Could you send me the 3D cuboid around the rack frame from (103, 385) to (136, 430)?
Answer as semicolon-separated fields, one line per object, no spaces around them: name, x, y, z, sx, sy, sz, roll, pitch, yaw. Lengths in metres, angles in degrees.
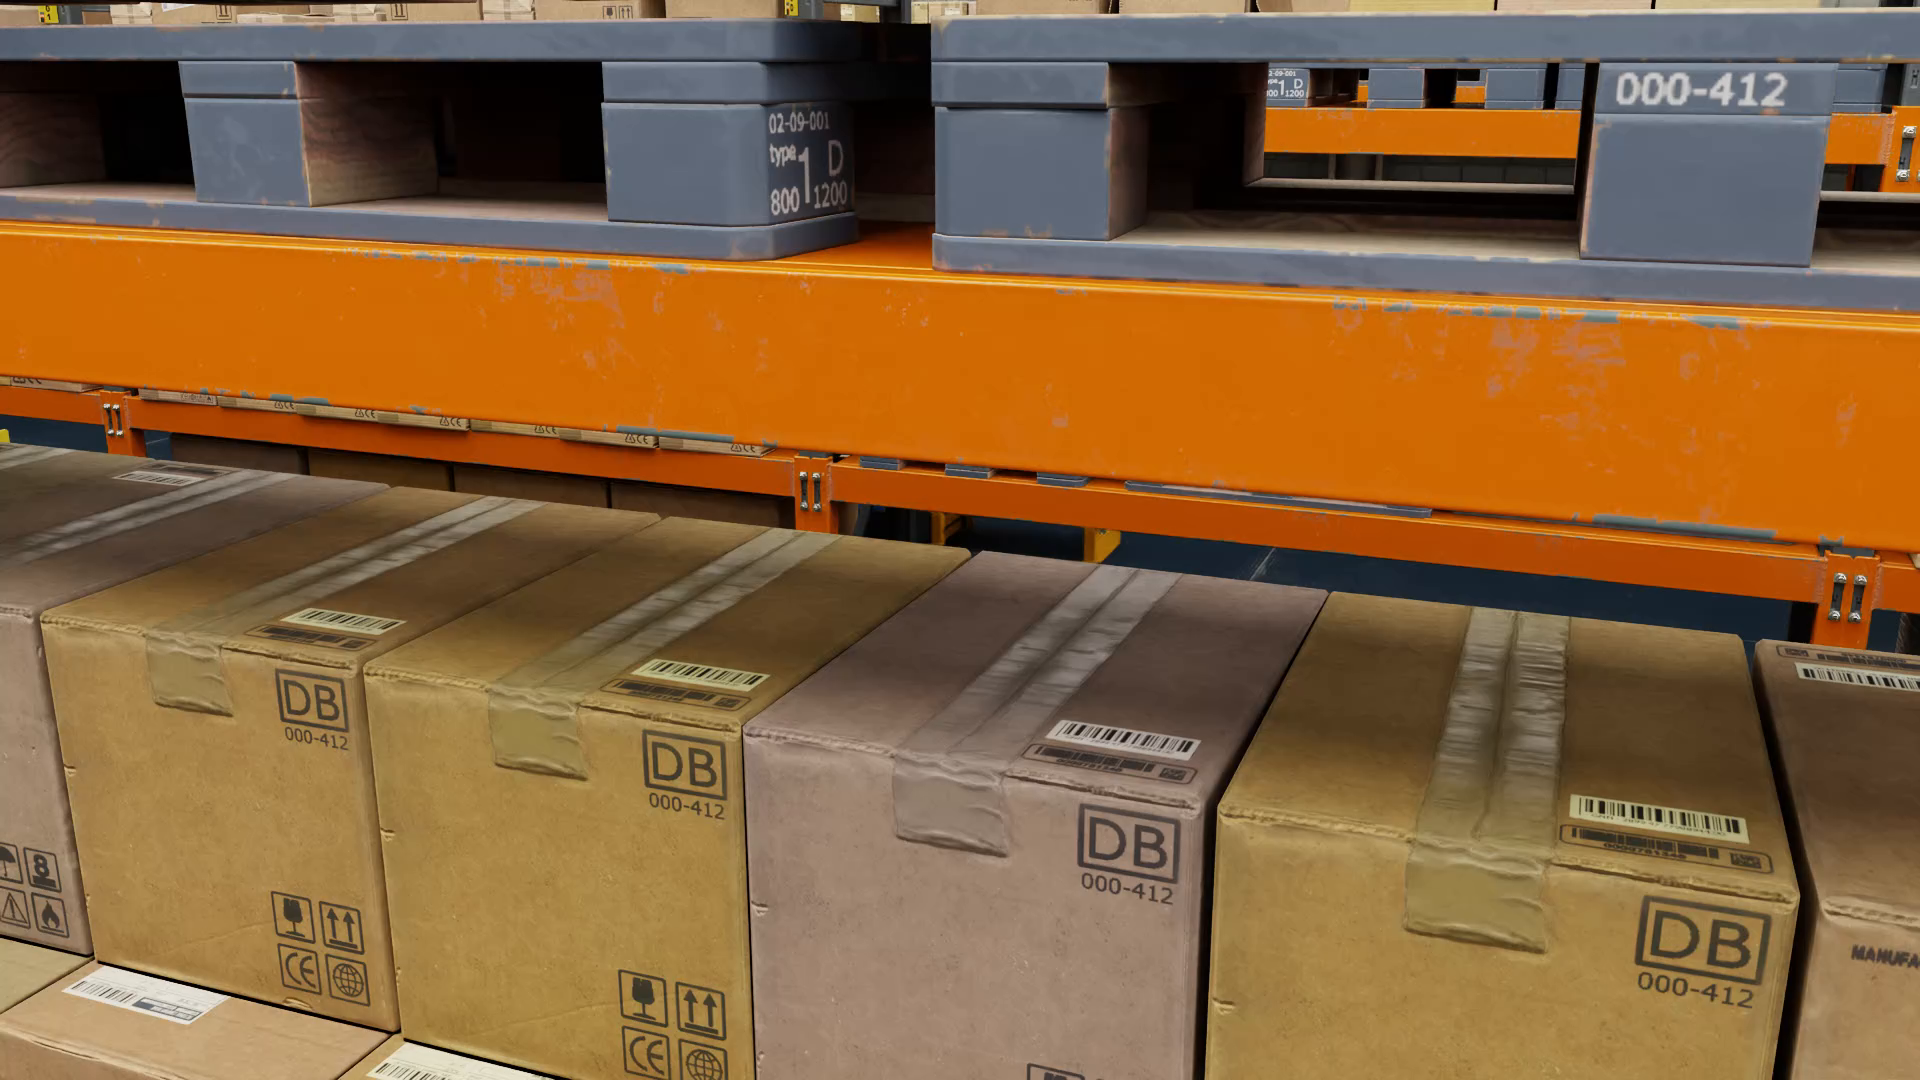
rack frame;-4.177;-1.062;8.951;0.127;3.000;1.000;6;17;21

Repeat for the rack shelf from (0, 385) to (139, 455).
rack shelf;-6.038;-0.921;9.756;4.000;0.370;1.077;6;17;21

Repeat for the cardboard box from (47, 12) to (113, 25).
cardboard box;-4.648;-2.915;8.842;0.500;0.500;0.500;7;17;22

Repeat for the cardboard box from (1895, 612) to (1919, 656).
cardboard box;3.913;0.506;6.384;0.500;0.500;0.500;6;17;20

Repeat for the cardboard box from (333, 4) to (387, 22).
cardboard box;-2.606;-2.362;7.537;0.258;0.266;0.396;8;18;25

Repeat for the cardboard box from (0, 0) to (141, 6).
cardboard box;-1.541;-0.932;2.611;0.250;0.166;0.380;6;17;21

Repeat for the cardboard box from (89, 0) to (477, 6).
cardboard box;-1.096;-0.977;2.506;0.500;0.311;0.500;6;17;21

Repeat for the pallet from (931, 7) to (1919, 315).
pallet;0.671;-0.379;1.562;1.217;0.209;0.805;6;17;18

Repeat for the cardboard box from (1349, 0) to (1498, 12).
cardboard box;1.725;-1.941;6.116;0.500;0.250;0.500;7;17;21

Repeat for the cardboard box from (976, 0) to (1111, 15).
cardboard box;0.422;-2.042;6.767;0.500;0.500;0.700;6;17;21

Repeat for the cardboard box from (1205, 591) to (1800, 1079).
cardboard box;0.599;0.421;1.870;0.500;0.500;0.700;6;17;20

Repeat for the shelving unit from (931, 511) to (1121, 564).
shelving unit;0.421;-0.679;10.321;1.083;1.500;0.587;6;17;20

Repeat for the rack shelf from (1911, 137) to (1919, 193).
rack shelf;5.125;-1.134;5.110;4.000;0.370;1.077;6;17;21

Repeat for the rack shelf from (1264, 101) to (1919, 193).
rack shelf;1.404;-1.543;6.519;4.000;0.370;1.077;6;17;21

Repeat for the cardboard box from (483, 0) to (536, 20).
cardboard box;-1.866;-2.281;7.257;0.258;0.266;0.396;6;17;19

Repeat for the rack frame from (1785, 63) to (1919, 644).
rack frame;3.265;-0.244;6.132;0.127;3.000;1.000;6;17;21

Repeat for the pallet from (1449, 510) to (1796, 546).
pallet;2.607;-0.267;6.558;1.213;0.211;1.003;6;17;21

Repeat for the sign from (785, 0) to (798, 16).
sign;-0.668;-2.236;6.548;0.005;0.325;0.100;6;17;21

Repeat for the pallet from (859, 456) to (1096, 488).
pallet;0.246;-0.515;7.413;1.003;0.211;1.213;6;17;21

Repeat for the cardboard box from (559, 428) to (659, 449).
cardboard box;-1.503;-0.613;7.675;0.500;0.250;0.500;7;17;22

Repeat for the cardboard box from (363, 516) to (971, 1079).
cardboard box;-0.340;0.317;2.228;0.500;0.500;0.700;6;17;20

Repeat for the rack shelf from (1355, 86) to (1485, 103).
rack shelf;3.222;-2.831;10.955;4.000;0.370;1.077;6;17;21

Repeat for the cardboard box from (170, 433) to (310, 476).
cardboard box;-3.571;-0.201;9.042;0.875;0.875;0.875;7;18;22

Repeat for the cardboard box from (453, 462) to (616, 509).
cardboard box;-1.897;-0.019;8.415;0.875;0.875;0.875;7;17;21

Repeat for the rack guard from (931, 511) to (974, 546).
rack guard;-0.046;-0.127;10.663;0.087;0.250;0.587;6;17;20

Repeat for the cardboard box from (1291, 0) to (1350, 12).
cardboard box;2.452;-3.516;10.912;0.500;0.500;0.700;6;17;20

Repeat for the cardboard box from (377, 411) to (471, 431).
cardboard box;-2.450;-0.714;8.021;0.500;0.250;0.500;6;17;20

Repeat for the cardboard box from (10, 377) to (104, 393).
cardboard box;-4.703;-1.091;8.872;0.500;0.500;0.500;6;17;21

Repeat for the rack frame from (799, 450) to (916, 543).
rack frame;-0.456;-0.653;7.542;0.127;3.000;1.000;6;17;21

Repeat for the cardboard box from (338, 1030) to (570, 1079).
cardboard box;-0.454;0.864;2.138;0.500;0.500;0.500;6;17;20

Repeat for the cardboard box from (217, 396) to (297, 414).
cardboard box;-3.383;-0.824;8.400;0.500;0.250;0.500;6;17;19

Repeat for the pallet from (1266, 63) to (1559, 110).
pallet;1.763;-1.790;6.416;1.003;0.211;1.213;6;17;21

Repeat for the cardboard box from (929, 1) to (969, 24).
cardboard box;-0.039;-3.709;11.711;0.250;0.149;0.380;6;17;19

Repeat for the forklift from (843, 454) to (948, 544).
forklift;-1.528;-1.550;10.756;3.031;2.935;1.130;6;17;20

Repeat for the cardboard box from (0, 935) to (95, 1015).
cardboard box;-1.386;0.761;2.494;0.500;0.500;0.500;6;17;20

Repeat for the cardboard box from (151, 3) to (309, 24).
cardboard box;-3.464;-2.587;7.891;0.500;0.500;0.500;6;17;20

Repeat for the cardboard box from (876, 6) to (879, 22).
cardboard box;-0.594;-3.911;12.369;0.250;0.149;0.380;7;17;22

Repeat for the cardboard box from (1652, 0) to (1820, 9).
cardboard box;2.668;-1.836;5.753;0.500;0.250;0.500;6;17;20

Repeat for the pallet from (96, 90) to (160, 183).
pallet;-1.560;-0.656;2.513;1.003;0.211;1.213;7;18;23

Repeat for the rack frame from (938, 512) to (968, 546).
rack frame;-0.047;-0.727;10.489;0.032;1.500;0.500;6;17;20

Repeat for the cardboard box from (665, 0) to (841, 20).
cardboard box;-0.862;-2.344;7.049;0.637;0.503;0.797;5;17;17

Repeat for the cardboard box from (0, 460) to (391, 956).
cardboard box;-1.294;0.213;2.587;0.500;0.500;0.700;6;17;20
